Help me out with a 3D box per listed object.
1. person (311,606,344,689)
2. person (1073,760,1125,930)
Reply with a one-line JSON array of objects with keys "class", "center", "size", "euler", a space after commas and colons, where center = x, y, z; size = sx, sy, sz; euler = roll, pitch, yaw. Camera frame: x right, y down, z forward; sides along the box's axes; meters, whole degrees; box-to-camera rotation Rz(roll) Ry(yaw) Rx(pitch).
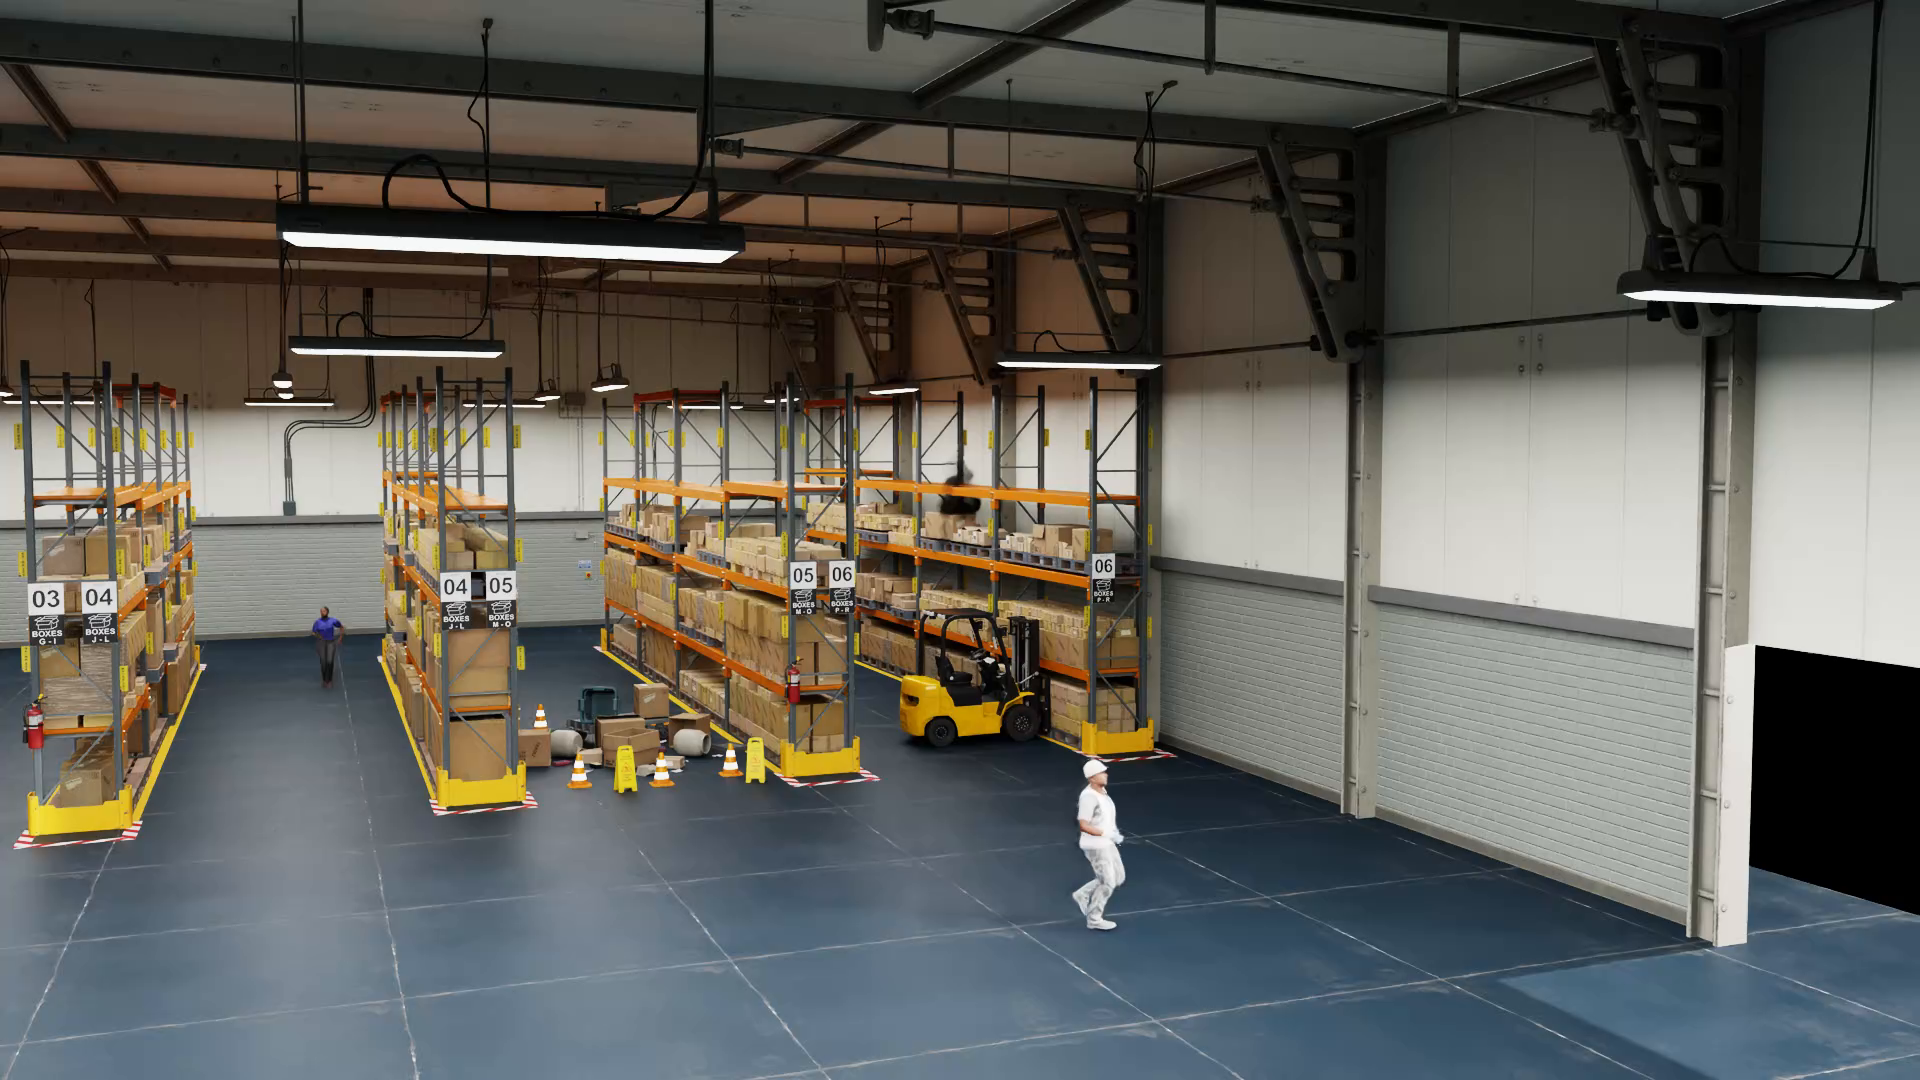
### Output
[{"class": "person", "center": [-12.804, 2.184, 33.651], "size": [0.581, 1.674, 0.734], "euler": [-1, 4, -11]}, {"class": "person", "center": [1.426, 3.109, 16.989], "size": [0.614, 1.734, 0.677], "euler": [1, 4, 19]}]
